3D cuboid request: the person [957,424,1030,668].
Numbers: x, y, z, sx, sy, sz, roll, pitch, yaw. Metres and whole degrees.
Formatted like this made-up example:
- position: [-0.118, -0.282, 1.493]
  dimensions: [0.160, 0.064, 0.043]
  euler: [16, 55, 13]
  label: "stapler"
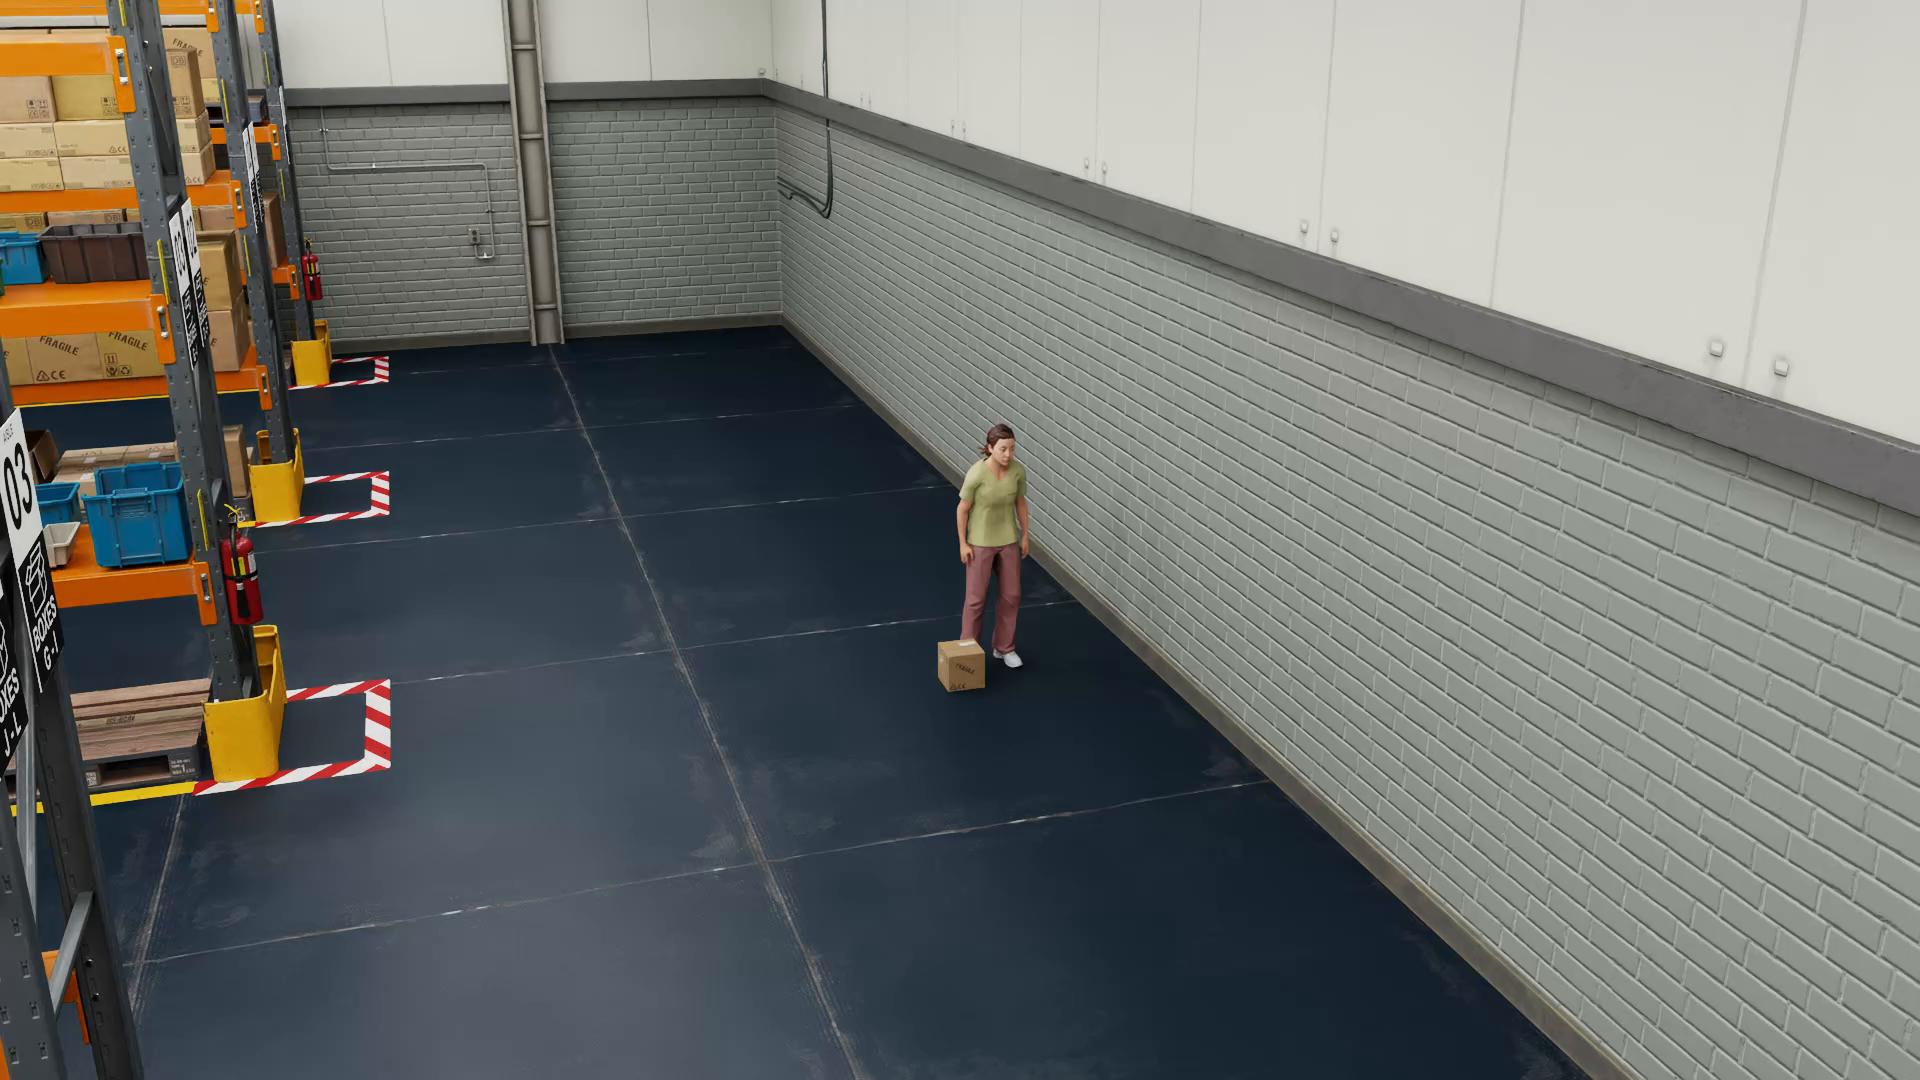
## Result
- position: [0.226, 0.039, 10.960]
  dimensions: [0.522, 1.672, 0.356]
  euler: [-7, 21, -20]
  label: "person"
